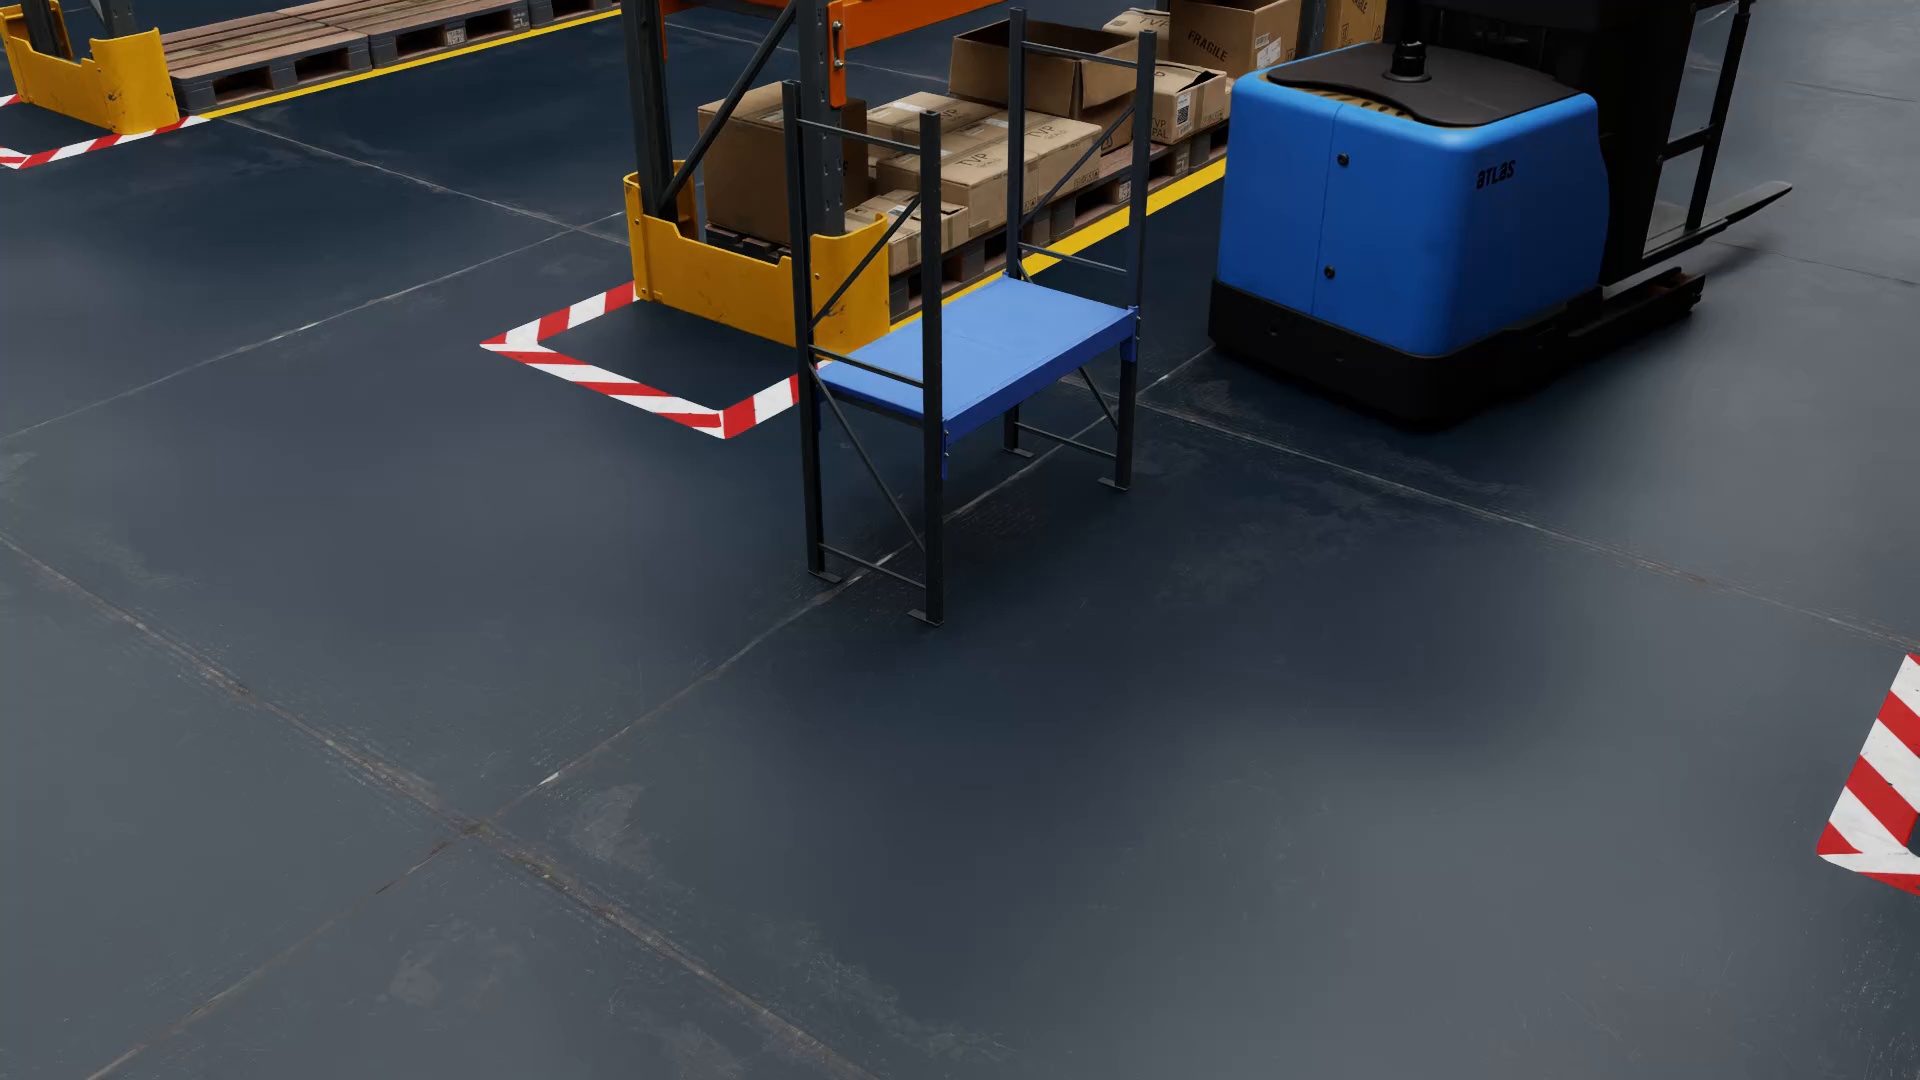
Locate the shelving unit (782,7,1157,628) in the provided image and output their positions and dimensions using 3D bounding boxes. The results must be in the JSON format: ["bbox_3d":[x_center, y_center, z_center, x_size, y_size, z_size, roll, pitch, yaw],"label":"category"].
[{"bbox_3d":[0.051,-0.680,4.926,0.538,1.500,1.048,21,37,31],"label":"shelving unit"}]

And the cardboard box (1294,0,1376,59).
[{"bbox_3d":[2.034,-3.043,9.462,0.500,0.500,0.500,19,36,29],"label":"cardboard box"}]

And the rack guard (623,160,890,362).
[{"bbox_3d":[-0.821,-1.137,6.678,1.175,0.500,0.348,21,37,31],"label":"rack guard"}]

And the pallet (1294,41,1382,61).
[{"bbox_3d":[2.008,-2.950,10.020,1.003,0.211,1.213,21,37,31],"label":"pallet"}]

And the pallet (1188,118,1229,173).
[{"bbox_3d":[1.132,-2.328,8.972,1.003,0.211,1.213,21,37,31],"label":"pallet"}]

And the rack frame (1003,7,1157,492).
[{"bbox_3d":[0.358,-0.887,5.275,0.500,1.500,0.032,21,37,31],"label":"rack frame"}]

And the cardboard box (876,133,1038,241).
[{"bbox_3d":[-0.011,-1.524,7.146,0.500,0.250,0.500,21,37,31],"label":"cardboard box"}]

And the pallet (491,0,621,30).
[{"bbox_3d":[-2.812,-3.823,11.493,1.003,0.211,1.213,21,37,31],"label":"pallet"}]

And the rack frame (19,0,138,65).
[{"bbox_3d":[-4.814,-3.707,8.563,1.000,3.000,0.127,21,37,31],"label":"rack frame"}]

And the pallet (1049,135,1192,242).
[{"bbox_3d":[0.396,-1.830,8.132,1.003,0.211,1.213,21,37,31],"label":"pallet"}]

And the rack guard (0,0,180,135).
[{"bbox_3d":[-4.818,-2.618,9.177,1.175,0.500,0.348,21,37,31],"label":"rack guard"}]

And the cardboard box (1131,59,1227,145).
[{"bbox_3d":[0.977,-2.216,8.253,0.500,0.311,0.500,21,37,31],"label":"cardboard box"}]

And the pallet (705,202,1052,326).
[{"bbox_3d":[-0.341,-1.337,7.299,1.003,0.211,1.213,21,37,31],"label":"pallet"}]

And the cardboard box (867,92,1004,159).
[{"bbox_3d":[-0.138,-1.861,7.714,0.500,0.250,0.500,21,37,31],"label":"cardboard box"}]

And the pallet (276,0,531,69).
[{"bbox_3d":[-3.548,-3.325,10.653,1.003,0.211,1.213,21,37,31],"label":"pallet"}]

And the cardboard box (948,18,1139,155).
[{"bbox_3d":[0.417,-2.157,7.965,0.797,0.503,0.637,21,37,31],"label":"cardboard box"}]

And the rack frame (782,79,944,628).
[{"bbox_3d":[-0.255,-0.473,4.577,0.500,1.500,0.032,21,37,31],"label":"rack frame"}]

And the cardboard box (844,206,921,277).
[{"bbox_3d":[-0.341,-1.208,6.712,0.380,0.149,0.250,21,37,31],"label":"cardboard box"}]

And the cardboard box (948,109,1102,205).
[{"bbox_3d":[0.291,-1.728,7.489,0.500,0.250,0.500,21,37,31],"label":"cardboard box"}]

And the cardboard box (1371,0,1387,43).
[{"bbox_3d":[2.347,-3.263,9.834,0.500,0.500,0.500,22,37,32],"label":"cardboard box"}]

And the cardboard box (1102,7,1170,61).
[{"bbox_3d":[1.121,-2.736,9.129,0.500,0.311,0.500,21,37,31],"label":"cardboard box"}]

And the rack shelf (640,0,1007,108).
[{"bbox_3d":[0.340,-2.685,7.543,1.077,0.370,4.000,21,37,31],"label":"rack shelf"}]

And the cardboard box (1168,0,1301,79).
[{"bbox_3d":[1.430,-2.602,8.719,0.500,0.500,0.500,21,37,31],"label":"cardboard box"}]

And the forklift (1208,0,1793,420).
[{"bbox_3d":[2.406,-2.302,6.259,3.031,2.935,1.130,-24,38,-34],"label":"forklift"}]

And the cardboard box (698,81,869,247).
[{"bbox_3d":[-0.735,-1.592,7.014,0.500,0.500,0.500,21,37,31],"label":"cardboard box"}]

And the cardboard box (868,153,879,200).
[{"bbox_3d":[-0.419,-1.585,7.330,0.380,0.166,0.250,21,37,31],"label":"cardboard box"}]

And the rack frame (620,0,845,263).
[{"bbox_3d":[-0.867,-2.181,5.988,1.000,3.000,0.127,21,37,31],"label":"rack frame"}]

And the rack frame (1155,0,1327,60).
[{"bbox_3d":[1.547,-3.807,8.732,1.000,3.000,0.127,21,37,31],"label":"rack frame"}]

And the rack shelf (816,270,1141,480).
[{"bbox_3d":[0.051,-0.525,5.018,0.538,0.185,1.000,21,37,31],"label":"rack shelf"}]

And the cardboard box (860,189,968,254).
[{"bbox_3d":[-0.190,-1.318,6.879,0.380,0.166,0.250,21,37,31],"label":"cardboard box"}]

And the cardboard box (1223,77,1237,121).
[{"bbox_3d":[1.251,-2.280,8.520,0.380,0.149,0.250,21,37,31],"label":"cardboard box"}]

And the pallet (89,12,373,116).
[{"bbox_3d":[-4.285,-2.831,9.819,1.003,0.211,1.213,21,37,31],"label":"pallet"}]
